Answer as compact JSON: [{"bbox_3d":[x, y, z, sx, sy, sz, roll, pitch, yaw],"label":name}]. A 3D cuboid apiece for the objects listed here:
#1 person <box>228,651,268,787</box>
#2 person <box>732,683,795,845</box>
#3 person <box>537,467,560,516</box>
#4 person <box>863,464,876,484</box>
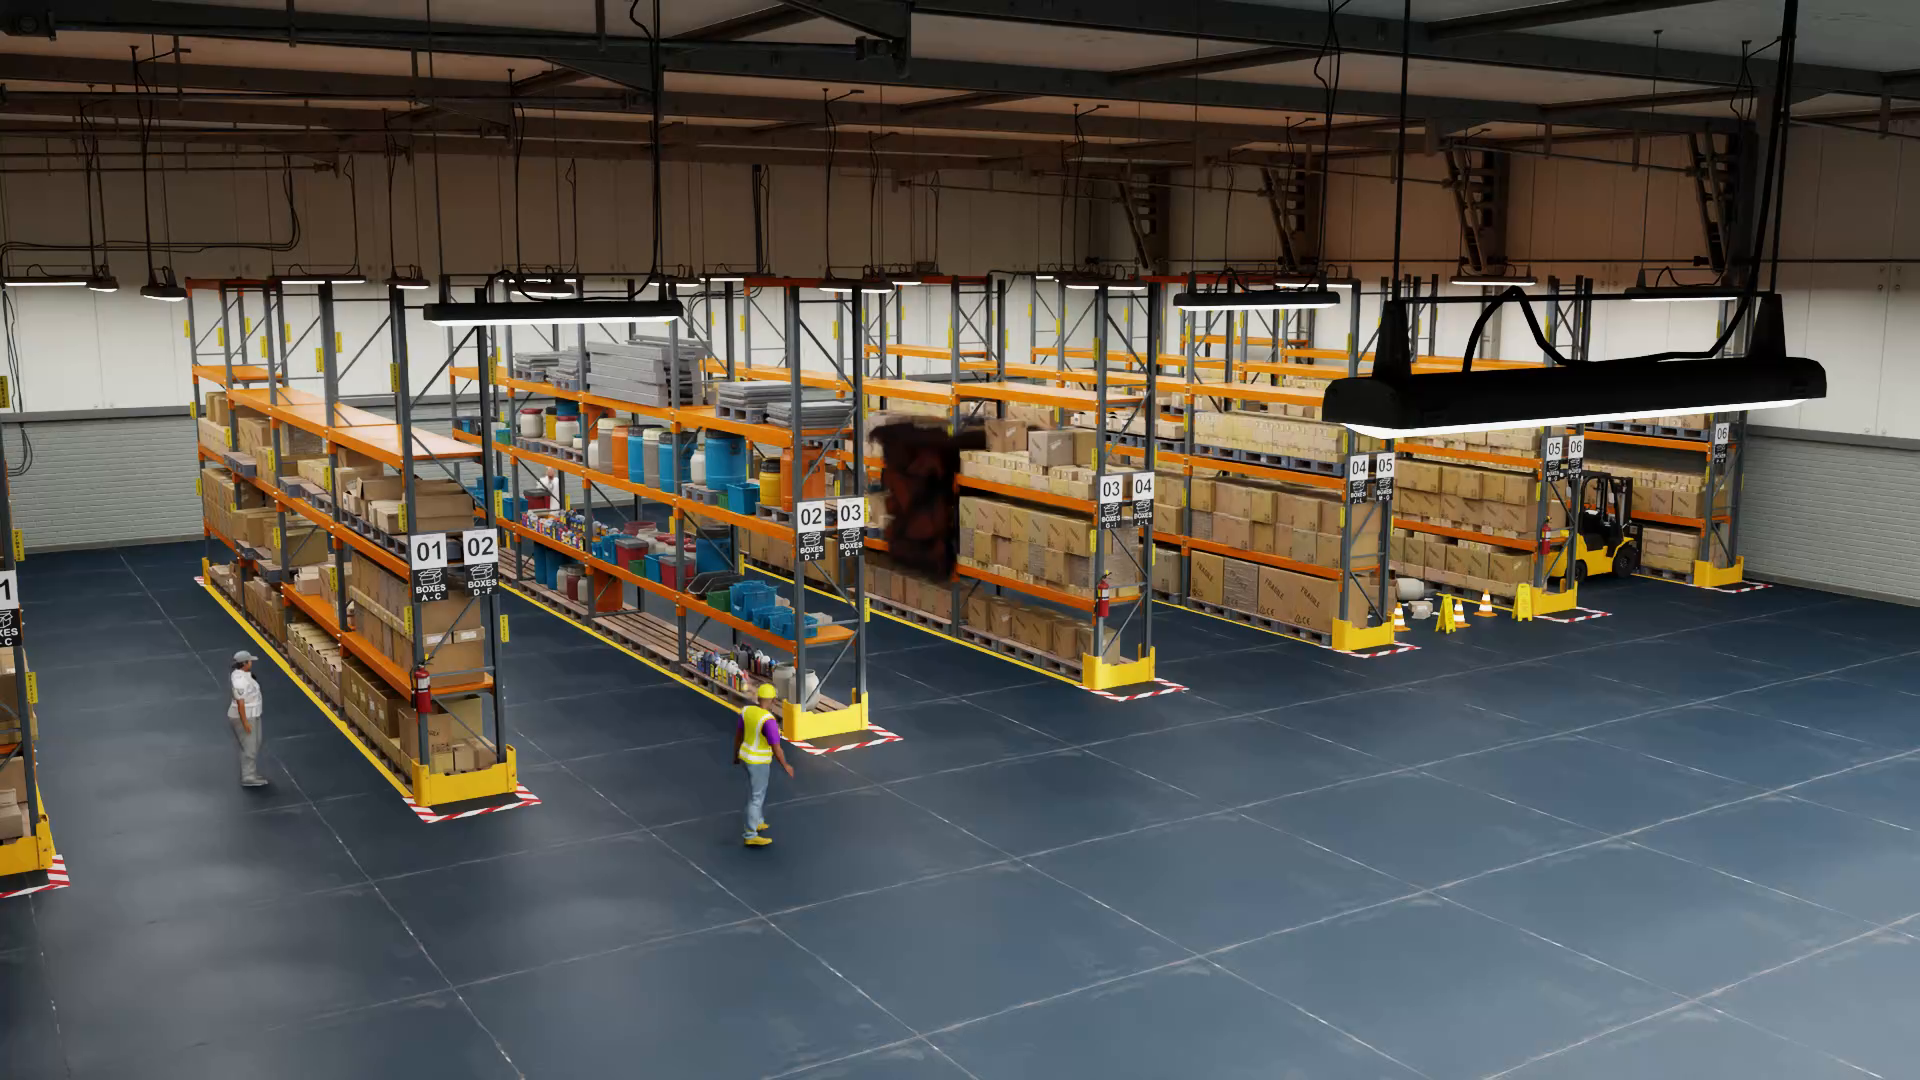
[{"bbox_3d":[-8.672,2.175,20.243,0.404,1.710,0.580,-1,10,-8],"label":"person"},{"bbox_3d":[-2.198,2.448,18.315,0.575,1.787,0.701,-6,11,-30],"label":"person"},{"bbox_3d":[-9.182,-0.731,37.287,0.623,1.848,0.457,0,10,-2],"label":"person"},{"bbox_3d":[-2.405,-1.606,42.201,0.502,1.808,0.533,8,12,39],"label":"person"}]
